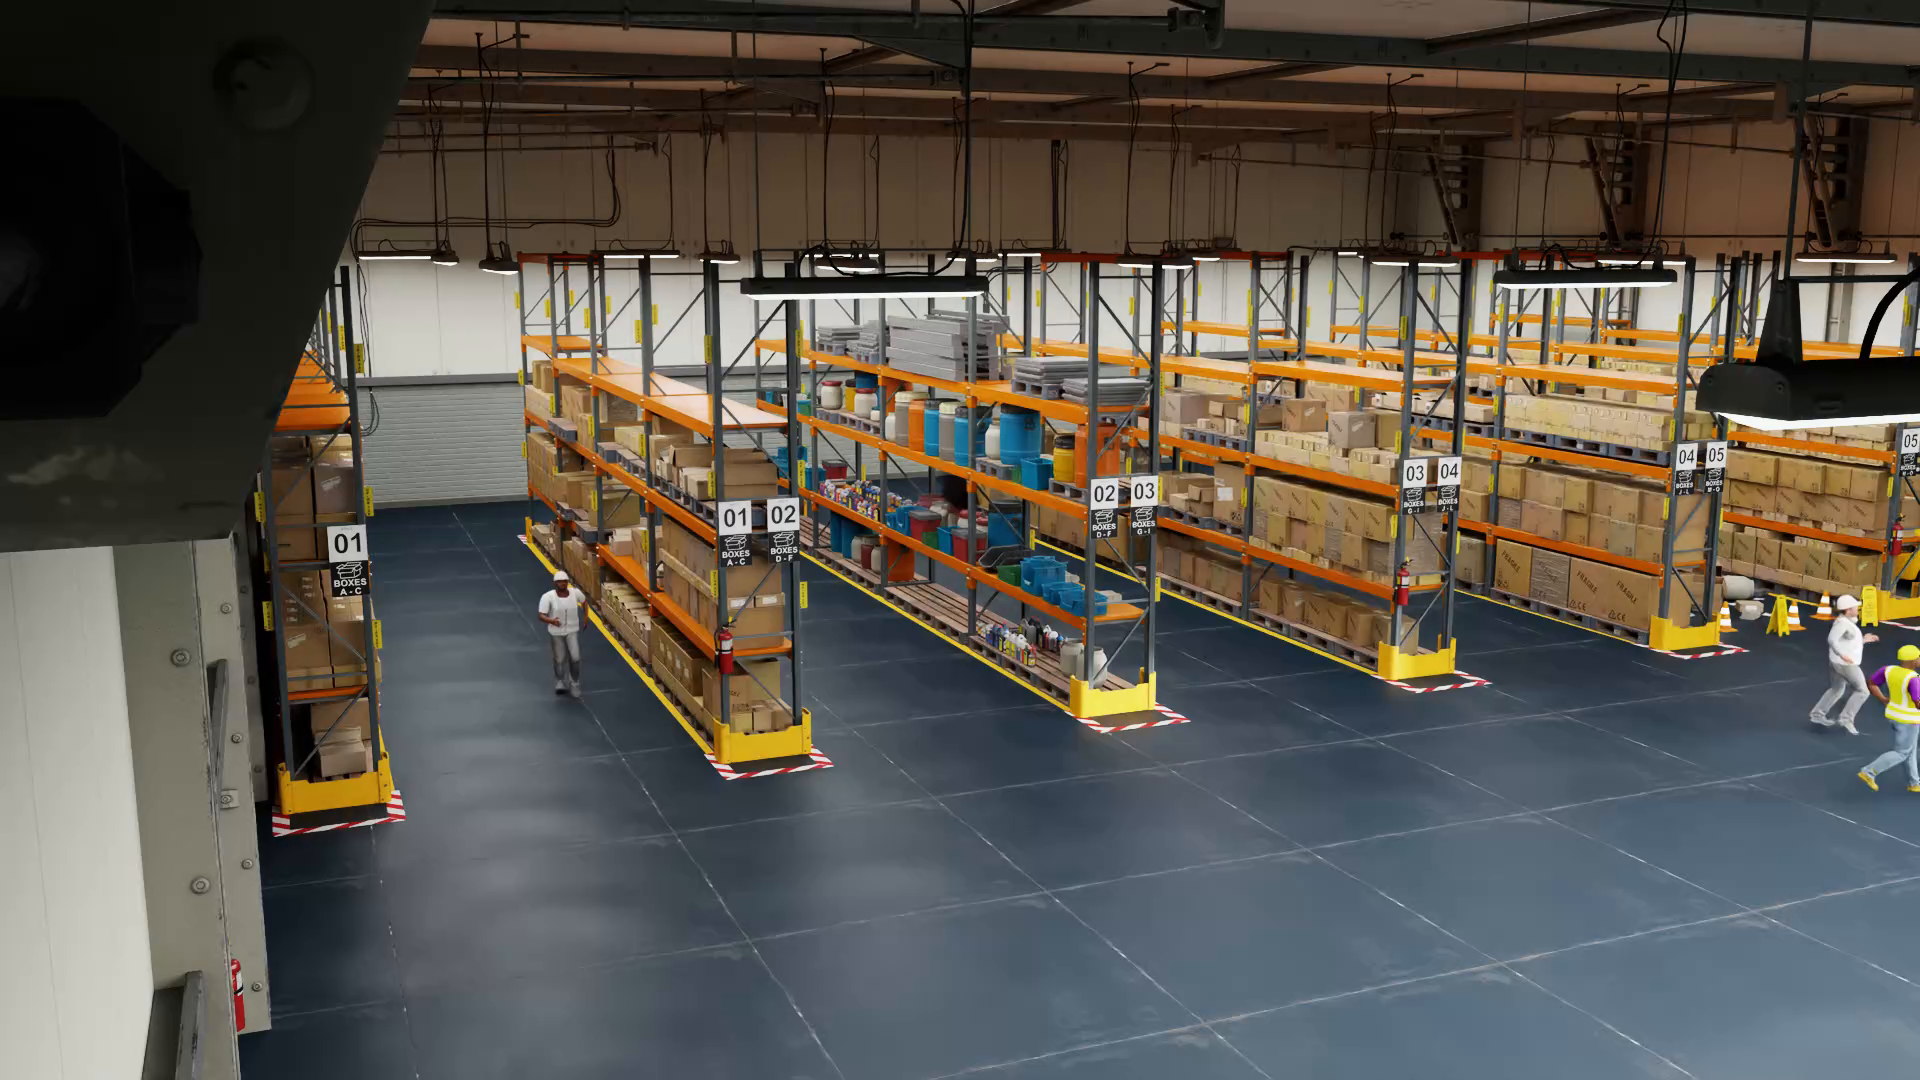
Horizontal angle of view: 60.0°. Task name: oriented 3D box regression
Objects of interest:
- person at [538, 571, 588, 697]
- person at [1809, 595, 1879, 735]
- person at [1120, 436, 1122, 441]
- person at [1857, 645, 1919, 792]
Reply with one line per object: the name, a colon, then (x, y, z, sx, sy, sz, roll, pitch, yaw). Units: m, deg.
person: (-5.469, 1.314, 23.056, 0.718, 1.816, 0.722, -4, 11, -22)
person: (11.399, 1.604, 21.392, 0.719, 1.816, 0.638, 3, 11, 17)
person: (3.691, -1.824, 40.821, 0.722, 1.498, 0.508, 5, 11, 24)
person: (10.685, 2.050, 18.839, 0.972, 1.765, 0.701, 0, 10, -2)
